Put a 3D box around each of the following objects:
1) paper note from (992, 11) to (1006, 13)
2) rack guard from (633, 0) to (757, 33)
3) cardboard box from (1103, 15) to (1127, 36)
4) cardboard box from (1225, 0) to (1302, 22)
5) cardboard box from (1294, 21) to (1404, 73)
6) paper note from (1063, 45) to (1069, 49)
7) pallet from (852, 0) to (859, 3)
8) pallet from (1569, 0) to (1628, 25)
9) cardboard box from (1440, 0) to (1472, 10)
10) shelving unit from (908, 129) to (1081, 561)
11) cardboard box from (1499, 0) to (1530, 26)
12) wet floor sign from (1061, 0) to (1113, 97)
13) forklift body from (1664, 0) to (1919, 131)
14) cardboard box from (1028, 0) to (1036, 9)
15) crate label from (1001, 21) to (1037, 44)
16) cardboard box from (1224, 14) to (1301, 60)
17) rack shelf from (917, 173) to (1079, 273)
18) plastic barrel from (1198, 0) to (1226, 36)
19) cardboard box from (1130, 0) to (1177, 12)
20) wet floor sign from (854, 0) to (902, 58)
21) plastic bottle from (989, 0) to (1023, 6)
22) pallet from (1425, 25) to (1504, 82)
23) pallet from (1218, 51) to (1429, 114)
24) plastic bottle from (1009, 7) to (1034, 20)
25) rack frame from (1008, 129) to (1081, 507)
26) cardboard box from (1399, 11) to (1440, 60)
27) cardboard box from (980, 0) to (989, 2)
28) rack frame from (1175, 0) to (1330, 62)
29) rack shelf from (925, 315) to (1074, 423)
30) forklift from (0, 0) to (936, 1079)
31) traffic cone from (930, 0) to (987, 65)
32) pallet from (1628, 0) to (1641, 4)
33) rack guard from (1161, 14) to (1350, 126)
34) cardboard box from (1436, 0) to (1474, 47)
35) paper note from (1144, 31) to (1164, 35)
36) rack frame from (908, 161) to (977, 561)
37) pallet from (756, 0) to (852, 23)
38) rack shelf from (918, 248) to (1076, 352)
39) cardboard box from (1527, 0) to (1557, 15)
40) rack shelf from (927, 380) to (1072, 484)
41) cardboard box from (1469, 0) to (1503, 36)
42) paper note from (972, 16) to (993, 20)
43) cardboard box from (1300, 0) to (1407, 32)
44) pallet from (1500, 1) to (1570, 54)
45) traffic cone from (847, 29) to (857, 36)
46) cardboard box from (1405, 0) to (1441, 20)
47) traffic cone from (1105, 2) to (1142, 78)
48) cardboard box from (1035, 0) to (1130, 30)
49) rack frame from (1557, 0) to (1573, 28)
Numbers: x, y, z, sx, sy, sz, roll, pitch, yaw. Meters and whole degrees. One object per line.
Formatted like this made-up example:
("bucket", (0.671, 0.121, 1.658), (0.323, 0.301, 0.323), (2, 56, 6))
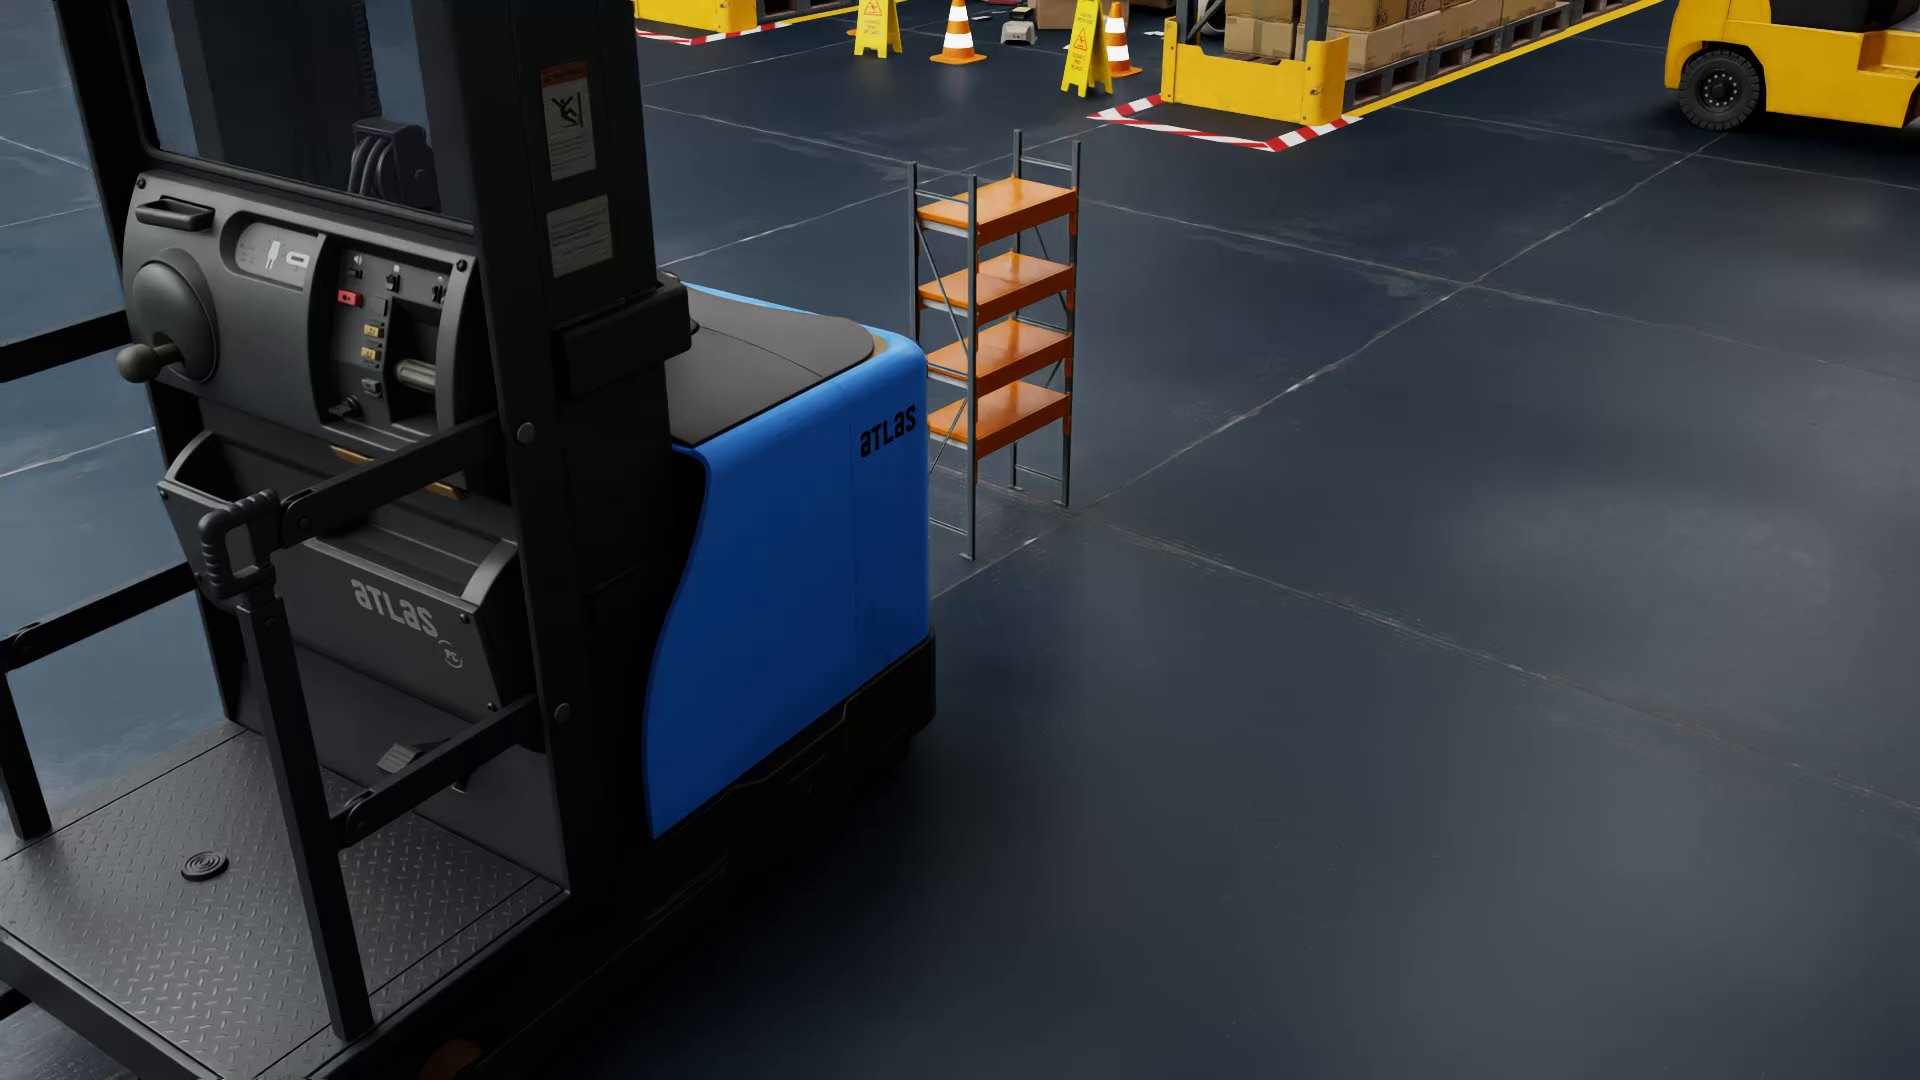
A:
("paper note", (0.320, -4.304, 13.559), (0.123, 0.001, 0.032), (-10, 29, -18))
("rack guard", (-2.116, -4.334, 13.083), (1.175, 0.500, 0.348), (21, 34, 34))
("cardboard box", (1.058, -3.830, 12.492), (0.250, 0.149, 0.380), (-10, 29, -18))
("cardboard box", (2.091, -3.700, 10.857), (0.500, 0.500, 0.500), (21, 34, 35))
("cardboard box", (2.509, -3.212, 10.730), (0.500, 0.250, 0.500), (20, 34, 34))
("paper note", (0.848, -3.640, 12.253), (0.148, 0.019, 0.142), (9, 29, 17))
("pallet", (-0.876, -4.951, 14.591), (1.003, 0.211, 1.213), (21, 34, 34))
("pallet", (4.821, -4.498, 13.715), (1.003, 0.211, 1.213), (21, 34, 34))
("cardboard box", (3.179, -3.916, 11.274), (0.500, 0.500, 0.500), (22, 34, 35))
("shelving unit", (0.105, -0.592, 5.088), (0.258, 1.200, 0.503), (21, 34, 34))
("cardboard box", (3.828, -3.945, 12.147), (0.500, 0.250, 0.500), (20, 33, 33))
("wet floor sign", (0.836, -3.241, 10.813), (0.232, 0.644, 0.267), (-15, 31, -27))
("forklift body", (5.414, -3.421, 9.522), (2.313, 2.155, 1.214), (21, 34, 34))
("cardboard box", (0.771, -4.509, 13.676), (0.258, 0.266, 0.396), (-21, 34, -35))
("crate label", (0.441, -3.800, 12.447), (0.250, 0.136, 0.298), (4, 28, 8))
("cardboard box", (2.105, -3.381, 11.056), (0.500, 0.250, 0.500), (21, 34, 34))
("rack shelf", (0.105, -0.941, 4.907), (0.258, 0.148, 0.480), (21, 34, 34))
("plastic barrel", (1.929, -4.072, 12.661), (0.421, 0.421, 0.512), (-5, 28, -9))
("cardboard box", (1.535, -4.690, 13.620), (0.797, 0.637, 0.503), (21, 34, 34))
("wet floor sign", (-0.591, -3.818, 11.928), (0.267, 0.644, 0.232), (15, 31, 26))
("plastic bottle", (0.396, -4.511, 13.904), (0.283, 0.061, 0.133), (9, 29, 17))
("pallet", (3.152, -3.538, 11.860), (1.003, 0.211, 1.213), (21, 34, 34))
("pallet", (2.375, -3.108, 11.028), (1.003, 0.211, 1.213), (21, 34, 34))
("plastic bottle", (0.502, -4.254, 13.406), (0.133, 0.061, 0.283), (9, 29, 17))
("rack frame", (0.260, -0.678, 5.255), (0.240, 1.200, 0.015), (21, 34, 34))
("cardboard box", (2.840, -3.391, 11.075), (0.500, 0.250, 0.500), (22, 35, 36))
("cardboard box", (0.248, -4.911, 14.197), (0.500, 0.500, 0.500), (-21, 34, -35))
("rack frame", (1.783, -4.042, 9.798), (1.000, 3.000, 0.127), (21, 34, 34))
("rack shelf", (0.105, -0.532, 5.119), (0.258, 0.148, 0.480), (21, 34, 34))
("forklift", (-1.300, -0.372, 2.779), (1.130, 2.935, 3.031), (17, 32, 30))
("traffic cone", (-0.012, -3.648, 11.798), (0.336, 0.463, 0.334), (21, 34, 34))
("pallet", (5.597, -4.932, 14.554), (1.003, 0.211, 1.213), (21, 34, 34))
("rack guard", (1.831, -2.958, 10.424), (1.175, 0.500, 0.348), (21, 34, 34))
("cardboard box", (3.177, -3.588, 11.457), (0.500, 0.250, 0.500), (24, 35, 38))
("paper note", (1.504, -3.892, 12.753), (0.142, 0.019, 0.148), (-15, 31, -27))
("rack frame", (-0.050, -0.505, 4.921), (0.240, 1.200, 0.015), (21, 34, 34))
("pallet", (-1.653, -4.520, 13.758), (1.003, 0.211, 1.213), (21, 34, 34))
("rack shelf", (0.105, -0.731, 5.016), (0.258, 0.148, 0.480), (21, 34, 34))
("cardboard box", (4.159, -4.137, 12.518), (0.500, 0.250, 0.500), (23, 35, 37))
("rack shelf", (0.105, -0.355, 5.210), (0.258, 0.148, 0.480), (21, 34, 34))
("cardboard box", (3.501, -3.766, 11.801), (0.500, 0.250, 0.500), (21, 34, 35))
("paper note", (0.180, -4.178, 13.295), (0.142, 0.017, 0.144), (-15, 31, -27))
("cardboard box", (2.524, -3.554, 10.574), (0.500, 0.500, 0.500), (19, 33, 33))
("pallet", (3.927, -3.973, 12.700), (1.003, 0.211, 1.213), (21, 34, 34))
("traffic cone", (-0.667, -4.099, 12.670), (0.336, 0.463, 0.334), (21, 34, 34))
("cardboard box", (2.853, -3.740, 10.935), (0.500, 0.500, 0.500), (19, 33, 33))
("traffic cone", (1.061, -3.444, 11.404), (0.336, 0.463, 0.334), (21, 34, 34))
("cardboard box", (0.947, -4.295, 13.006), (0.797, 0.503, 0.637), (0, 27, 0))
("rack frame", (4.327, -5.460, 12.539), (1.000, 3.000, 0.127), (21, 34, 34))
